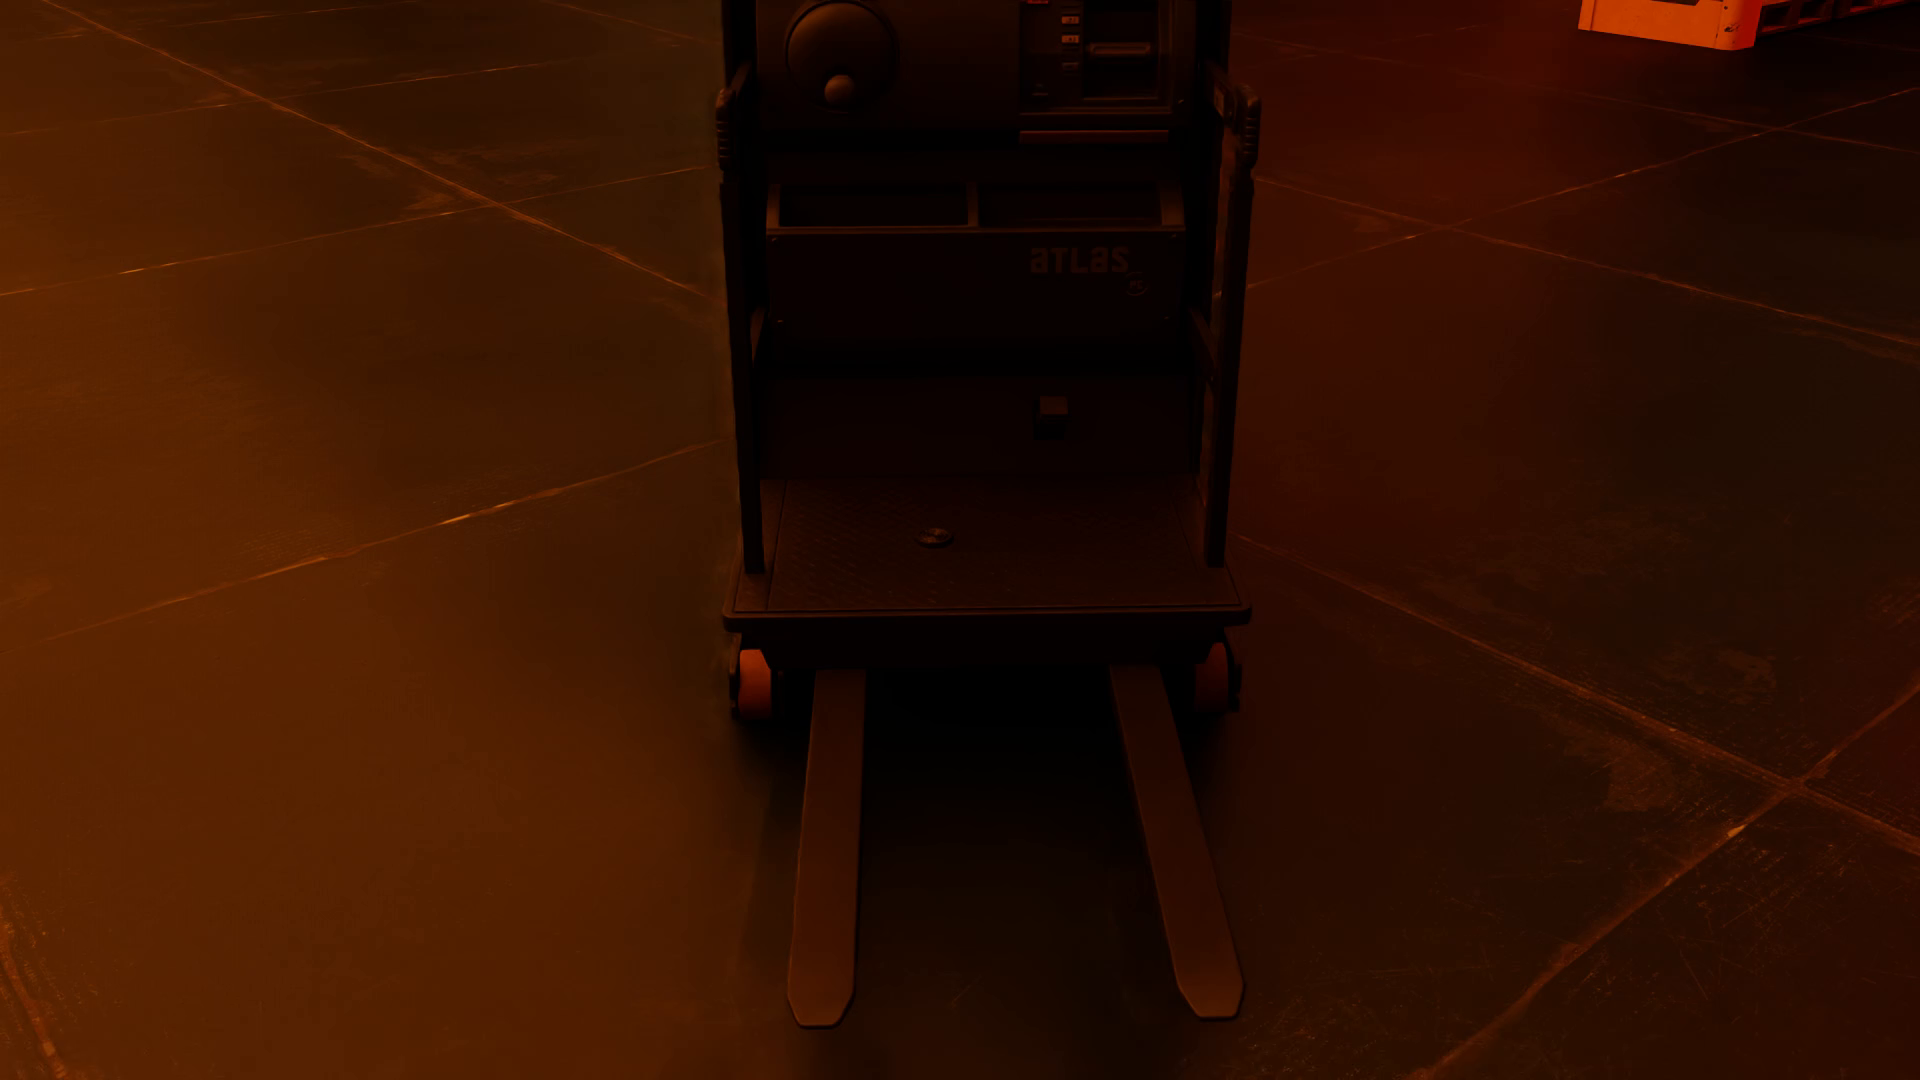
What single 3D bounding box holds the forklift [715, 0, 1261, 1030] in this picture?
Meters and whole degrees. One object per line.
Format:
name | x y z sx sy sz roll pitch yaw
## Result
forklift | 0.044 -1.054 3.327 1.130 2.935 3.031 -1 26 -2
